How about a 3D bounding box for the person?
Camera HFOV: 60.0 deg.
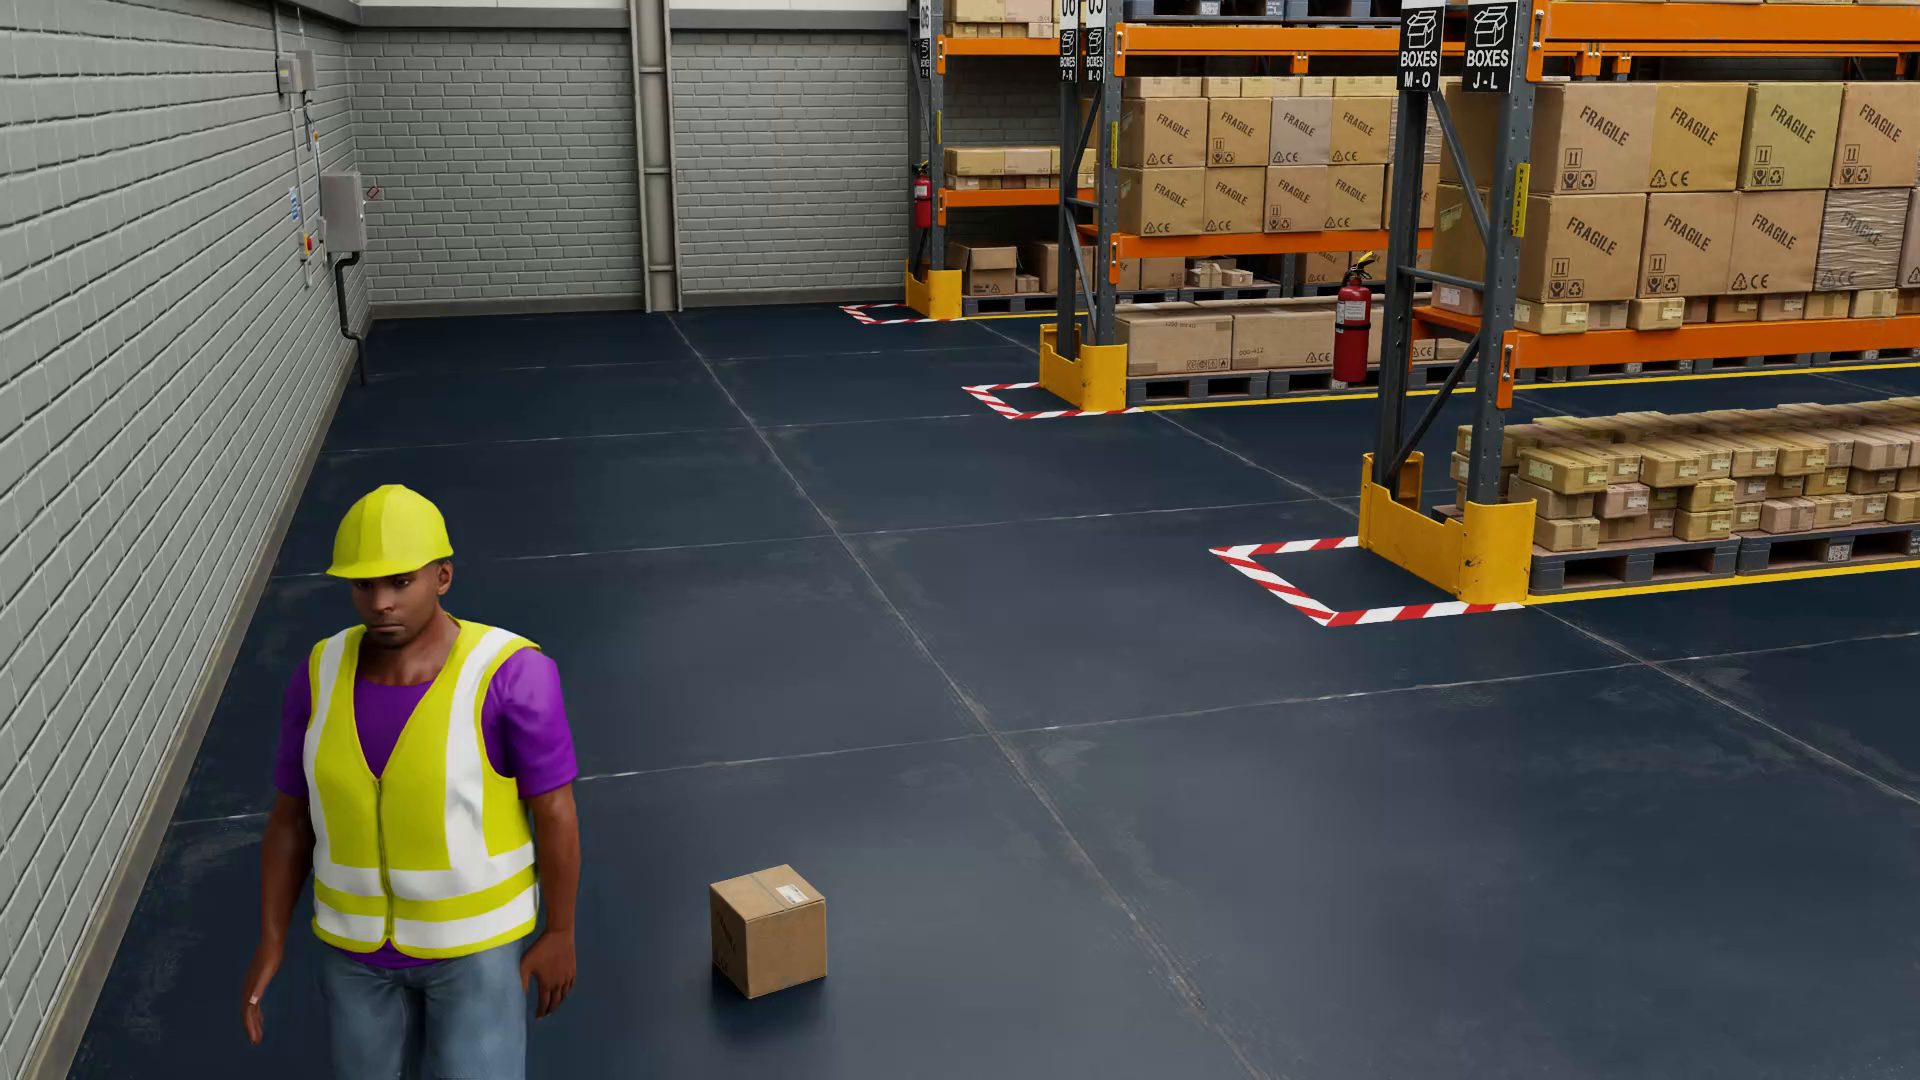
[{"bbox_3d":[-1.047,0.788,3.159,0.592,1.767,0.544,2,16,8],"label":"person"}]
